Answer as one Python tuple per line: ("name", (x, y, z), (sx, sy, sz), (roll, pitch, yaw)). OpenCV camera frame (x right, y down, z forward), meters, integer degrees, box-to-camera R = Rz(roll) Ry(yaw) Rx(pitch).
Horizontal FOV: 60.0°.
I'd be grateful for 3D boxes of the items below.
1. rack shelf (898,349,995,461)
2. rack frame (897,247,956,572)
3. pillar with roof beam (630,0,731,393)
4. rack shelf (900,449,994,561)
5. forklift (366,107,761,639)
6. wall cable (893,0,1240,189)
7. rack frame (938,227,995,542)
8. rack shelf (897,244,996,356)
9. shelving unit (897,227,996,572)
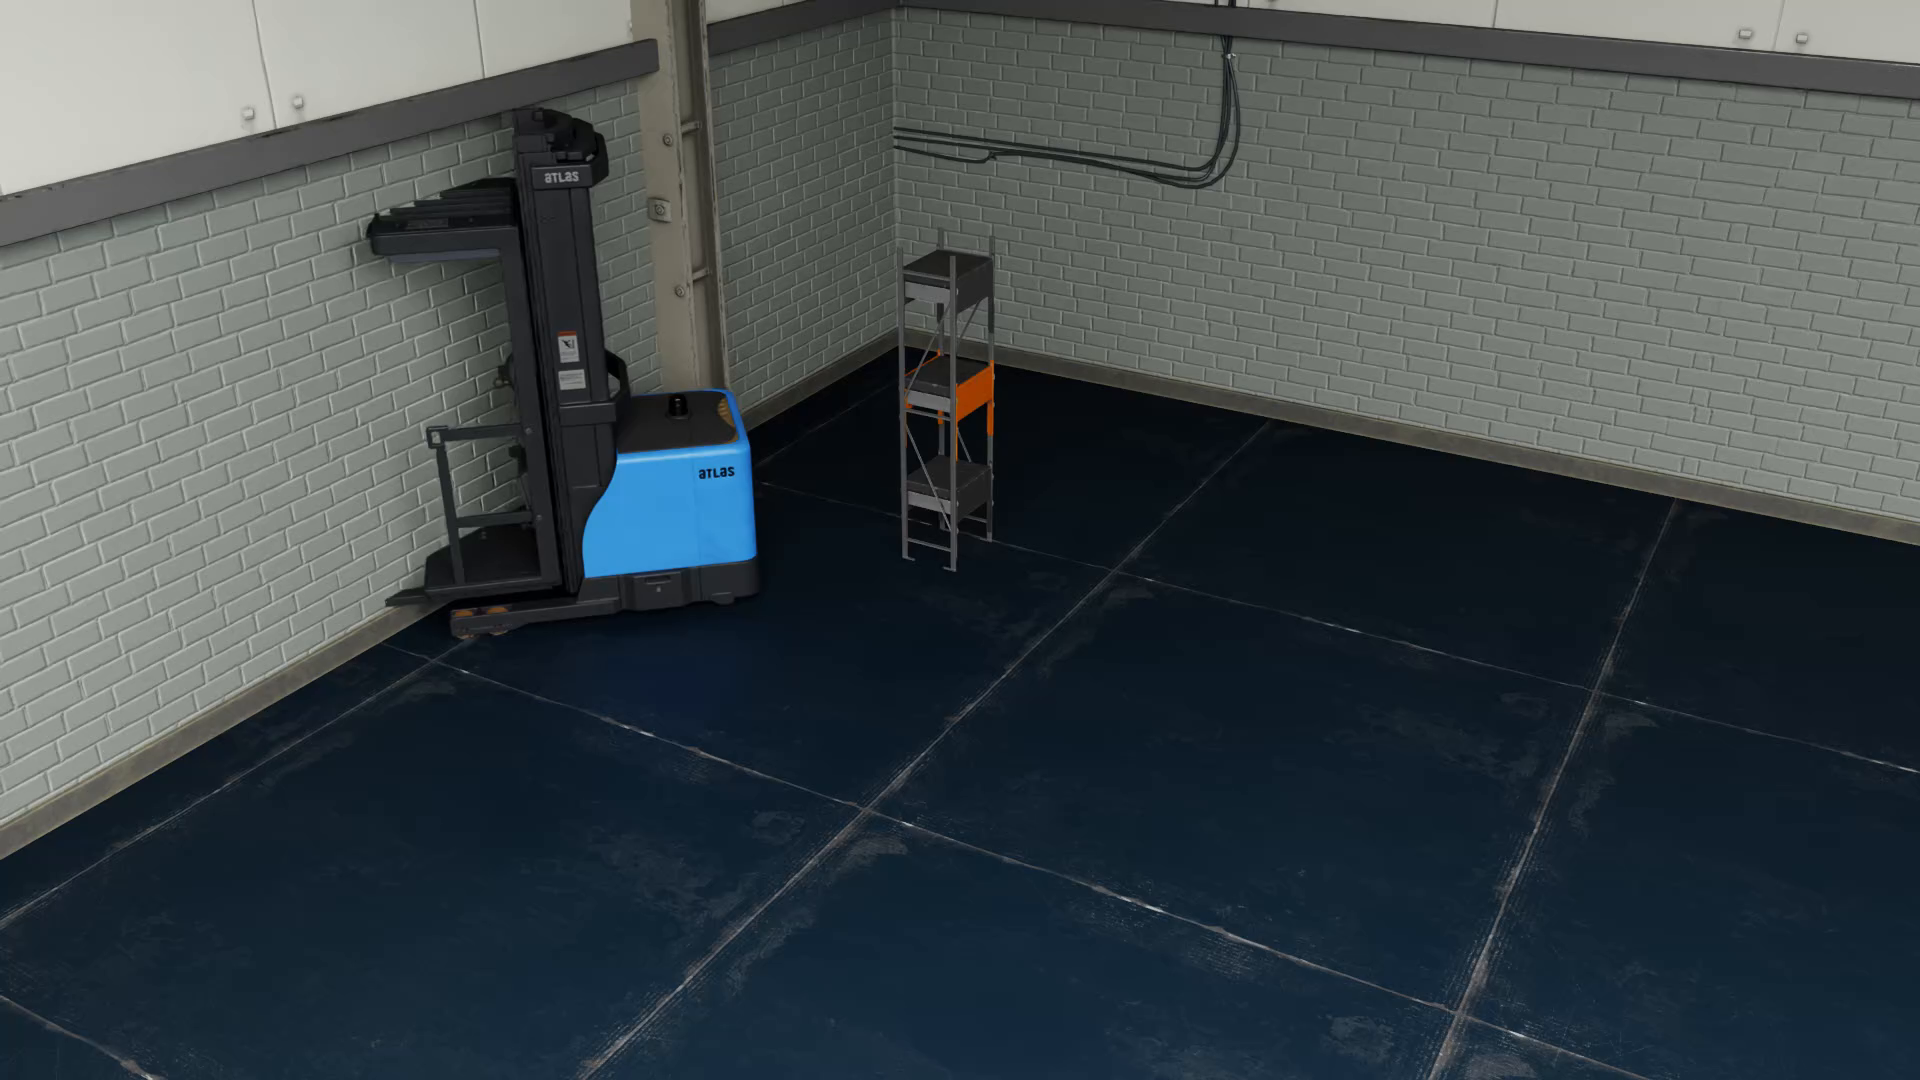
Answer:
("rack shelf", (-0.081, -0.862, 10.577), (0.431, 0.518, 0.480), (14, 30, 26))
("rack frame", (-0.201, -0.779, 10.381), (0.400, 2.100, 0.015), (14, 30, 26))
("pillar with roof beam", (1.857, -3.607, 8.322), (9.100, 9.000, 0.400), (14, 30, 26))
("rack shelf", (-0.081, -0.236, 10.890), (0.431, 0.518, 0.480), (14, 30, 26))
("forklift", (-2.818, -0.979, 9.851), (3.031, 2.935, 1.130), (-6, 27, -12))
("wall cable", (0.709, -4.023, 12.623), (3.097, 2.526, 0.112), (14, 30, 26))
("rack frame", (0.039, -0.970, 10.761), (0.400, 2.100, 0.015), (14, 30, 26))
("rack shelf", (-0.081, -1.488, 10.264), (0.431, 0.518, 0.480), (14, 30, 26))
("shelving unit", (-0.081, -0.874, 10.571), (0.431, 2.100, 0.503), (14, 30, 26))
